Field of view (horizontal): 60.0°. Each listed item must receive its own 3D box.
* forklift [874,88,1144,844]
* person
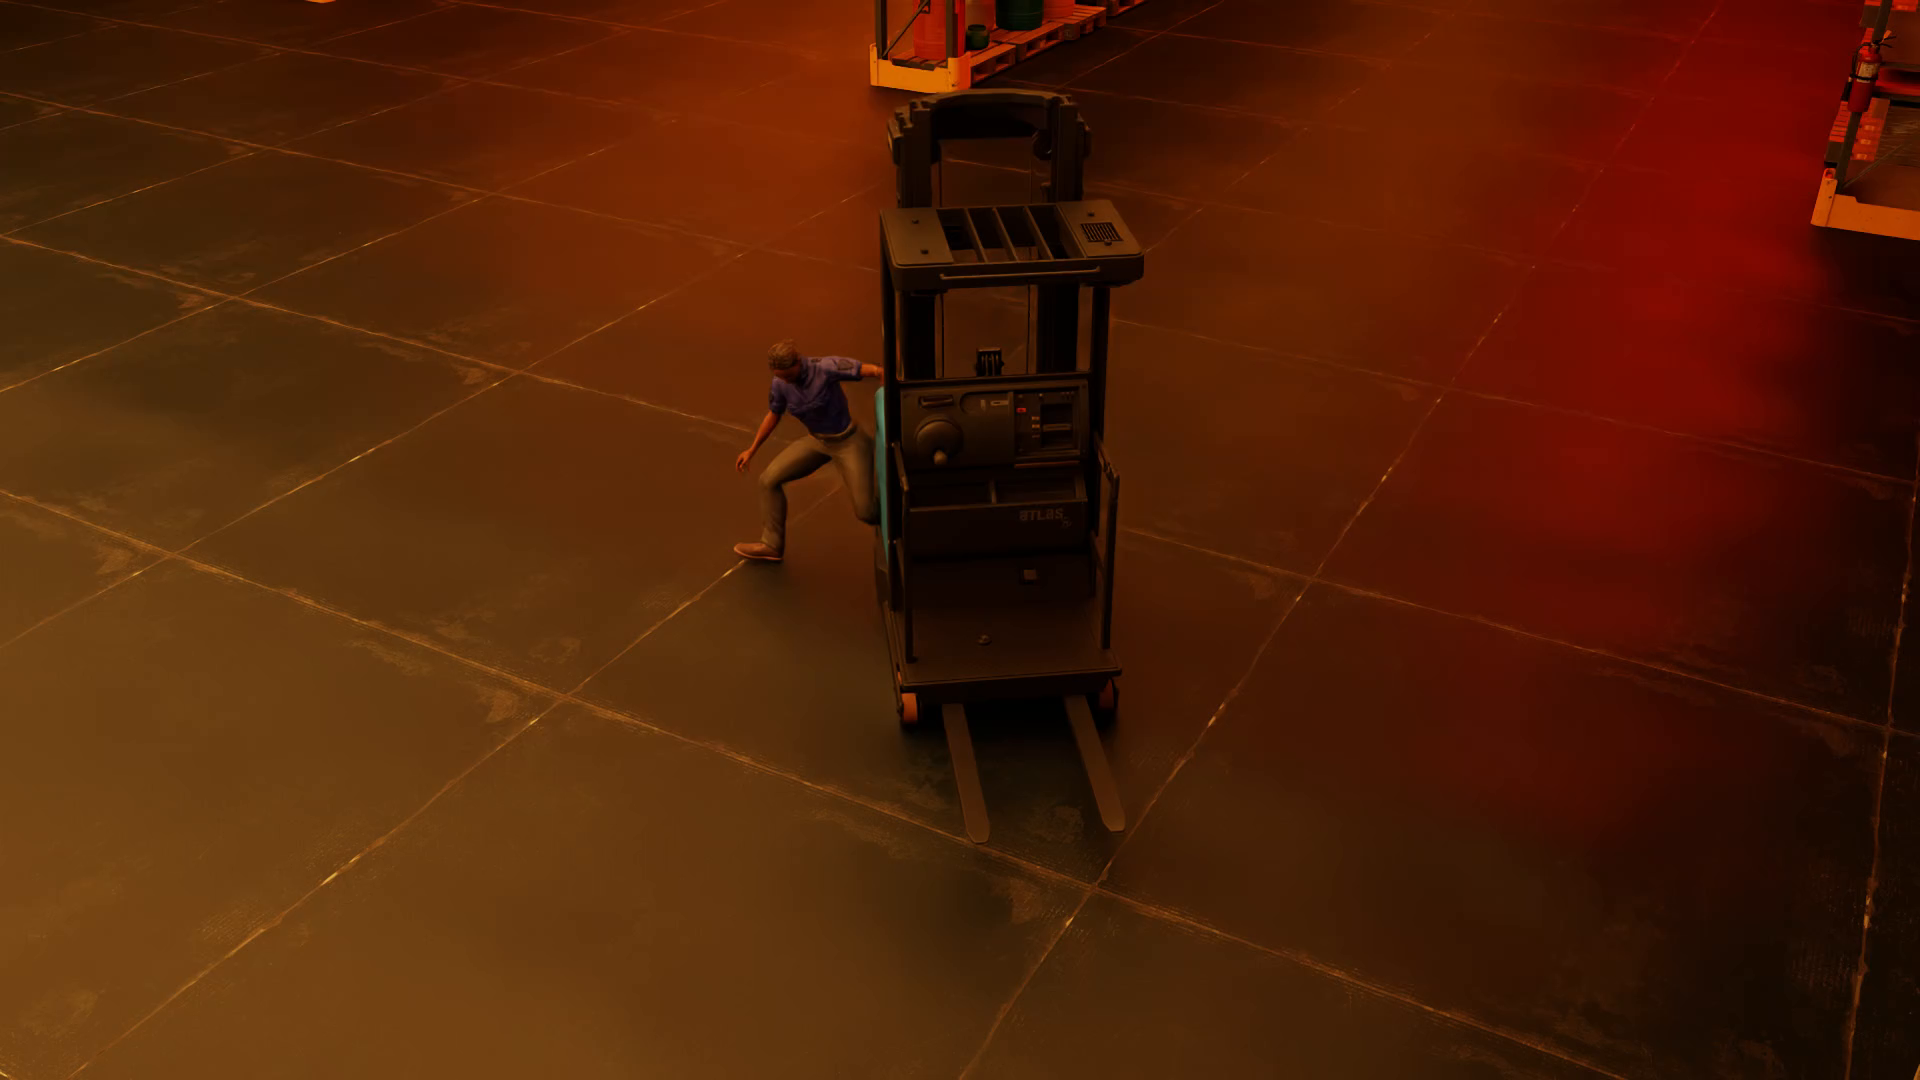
[{"bbox_3d":[0.203,-0.523,7.976,1.130,2.935,3.031,-4,30,-6],"label":"forklift"},{"bbox_3d":[-0.723,-0.488,9.467,1.097,1.387,0.739,18,34,28],"label":"person"}]
